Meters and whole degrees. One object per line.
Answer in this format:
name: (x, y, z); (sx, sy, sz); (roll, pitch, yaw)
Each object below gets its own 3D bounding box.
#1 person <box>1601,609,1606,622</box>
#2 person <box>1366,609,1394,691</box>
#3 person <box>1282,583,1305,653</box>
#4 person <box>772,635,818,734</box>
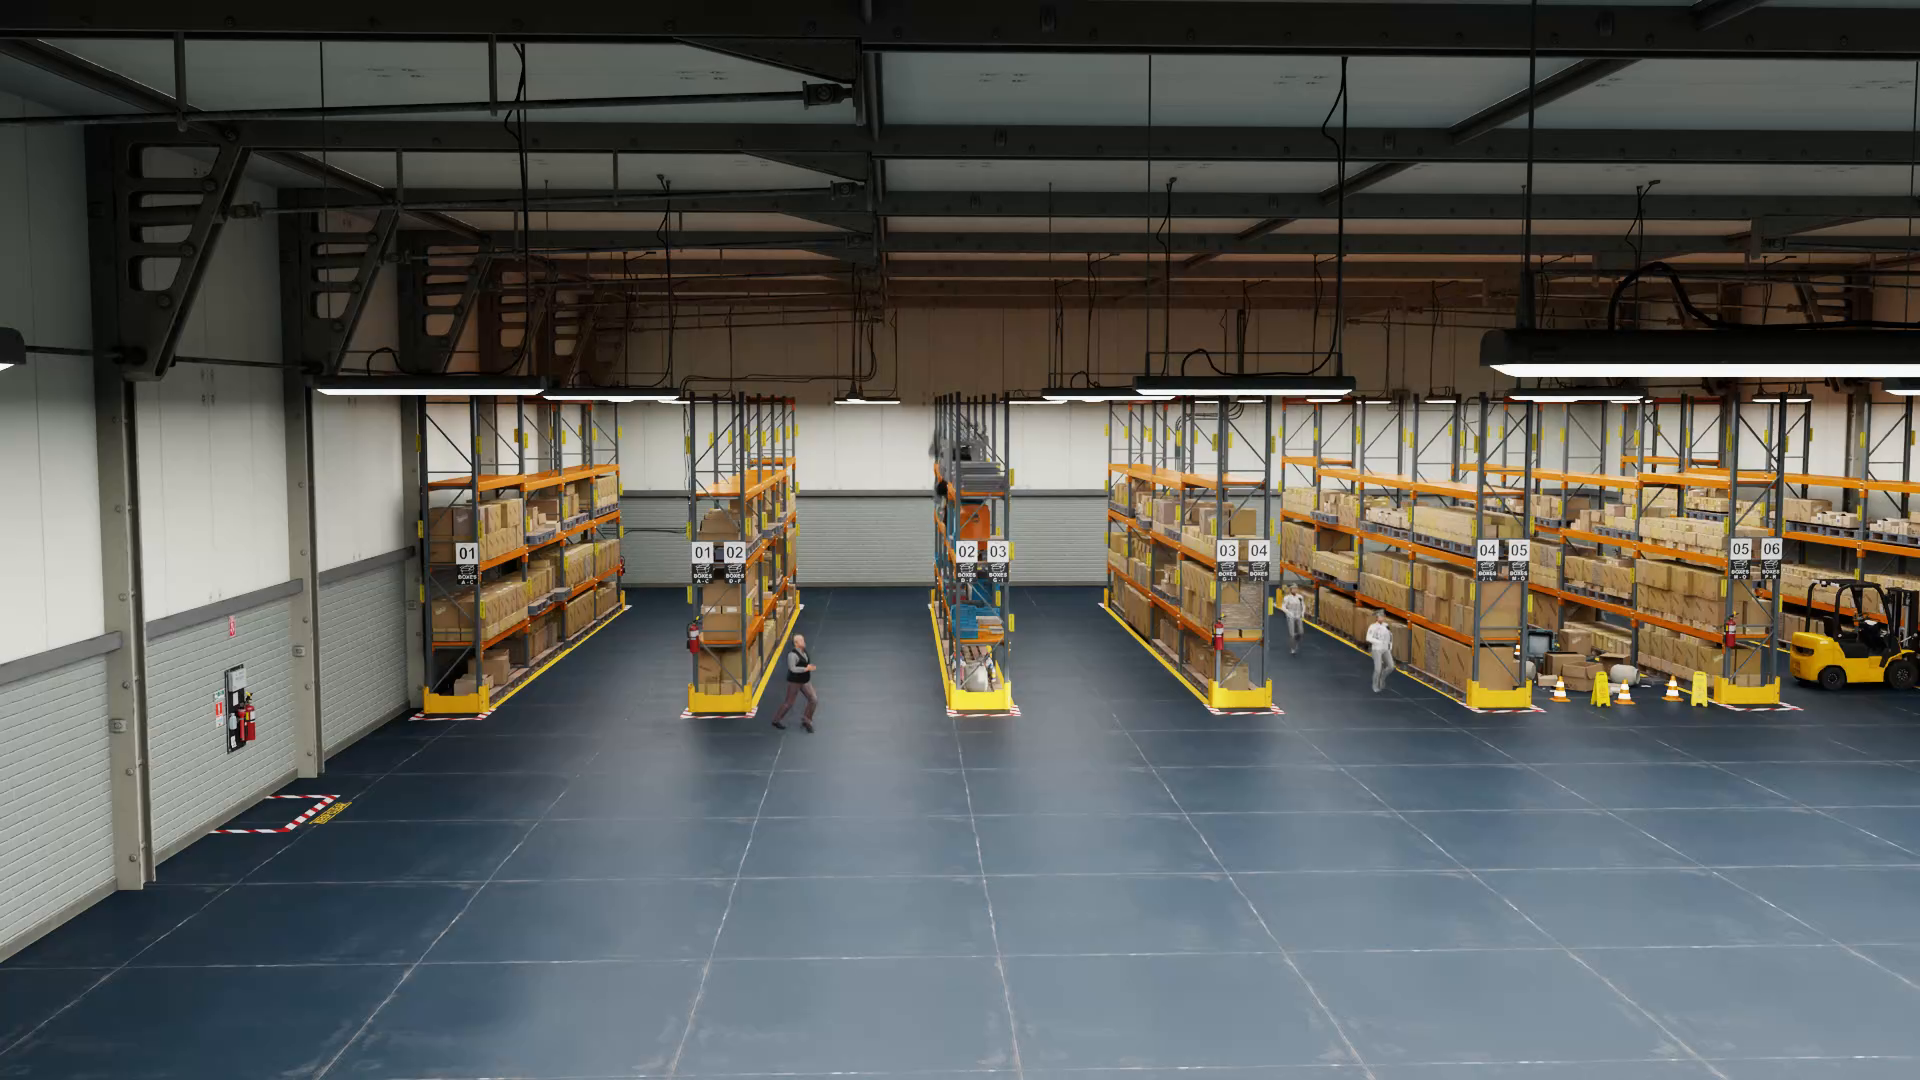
person: (16.480, 1.450, 42.606); (0.657, 1.720, 0.611); (-1, 5, -9)
person: (8.443, 2.213, 33.287); (0.671, 1.669, 0.562); (-2, 5, -18)
person: (7.754, 1.808, 38.486); (0.589, 1.653, 0.528); (0, 5, -5)
person: (-2.852, 2.533, 29.172); (0.884, 1.762, 0.661); (3, 5, 30)
